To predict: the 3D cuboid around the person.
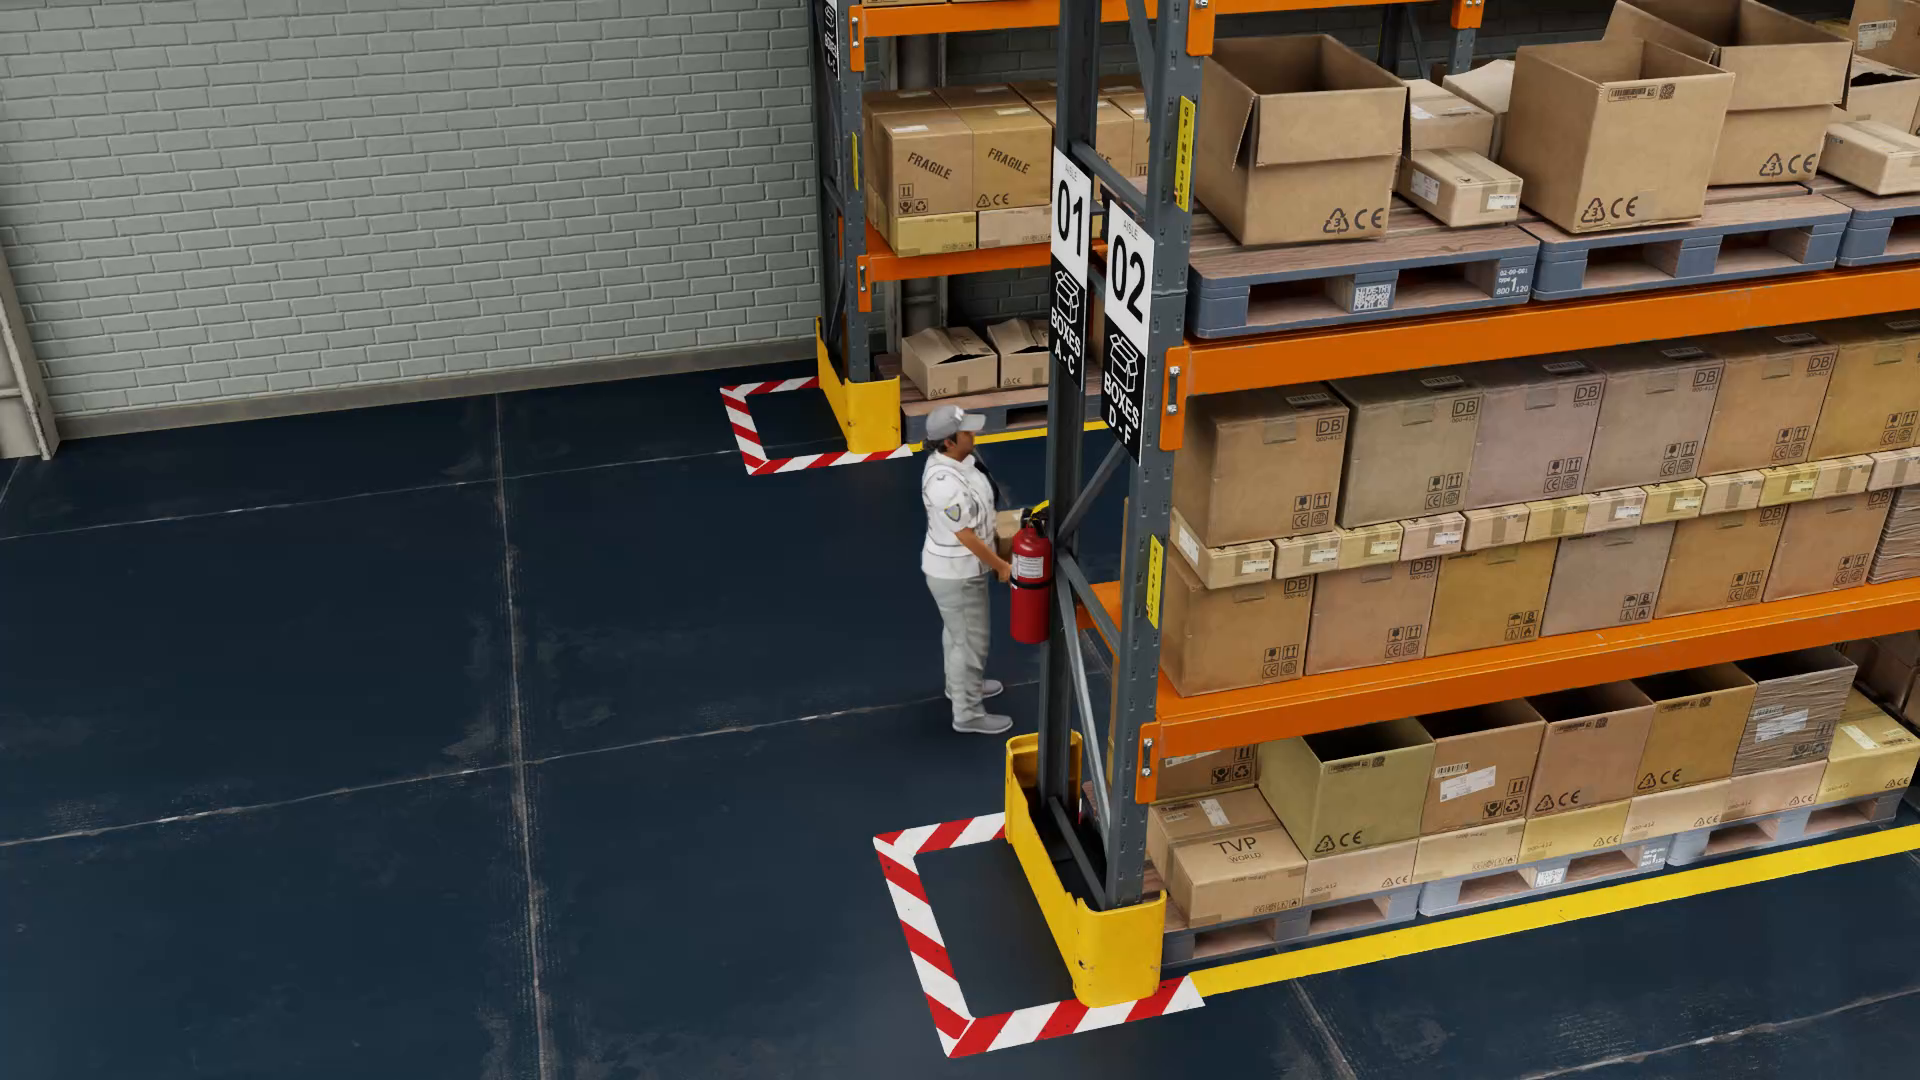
[{"bbox_3d":[0.064,0.123,8.014,0.497,1.670,0.484,2,31,4],"label":"person"}]
